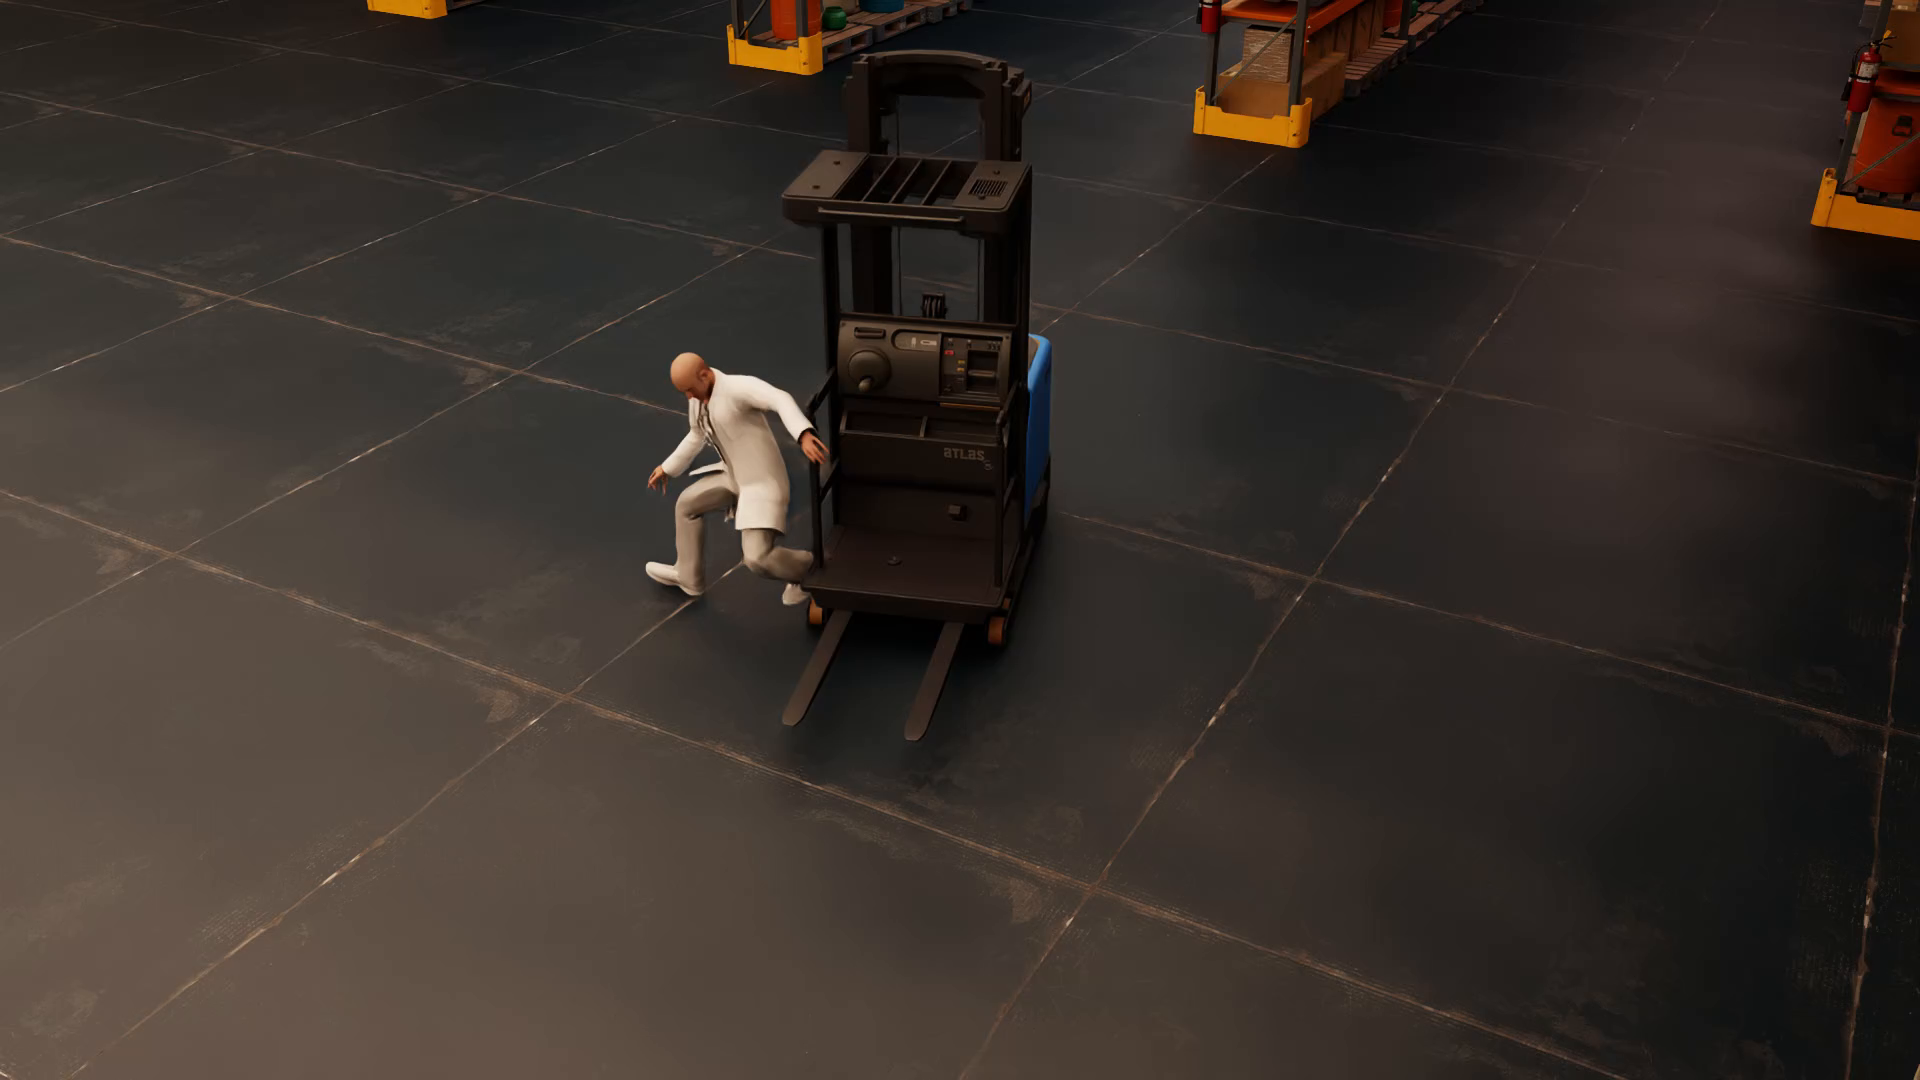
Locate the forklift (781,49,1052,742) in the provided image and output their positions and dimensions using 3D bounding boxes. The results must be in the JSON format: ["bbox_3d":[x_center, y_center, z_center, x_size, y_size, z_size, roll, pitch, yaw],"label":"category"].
[{"bbox_3d":[-0.230,-0.896,8.624,1.130,2.935,3.031,6,30,10],"label":"forklift"}]

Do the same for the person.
[{"bbox_3d":[-1.163,-0.268,8.985,0.788,1.505,1.230,-19,35,-29],"label":"person"}]
